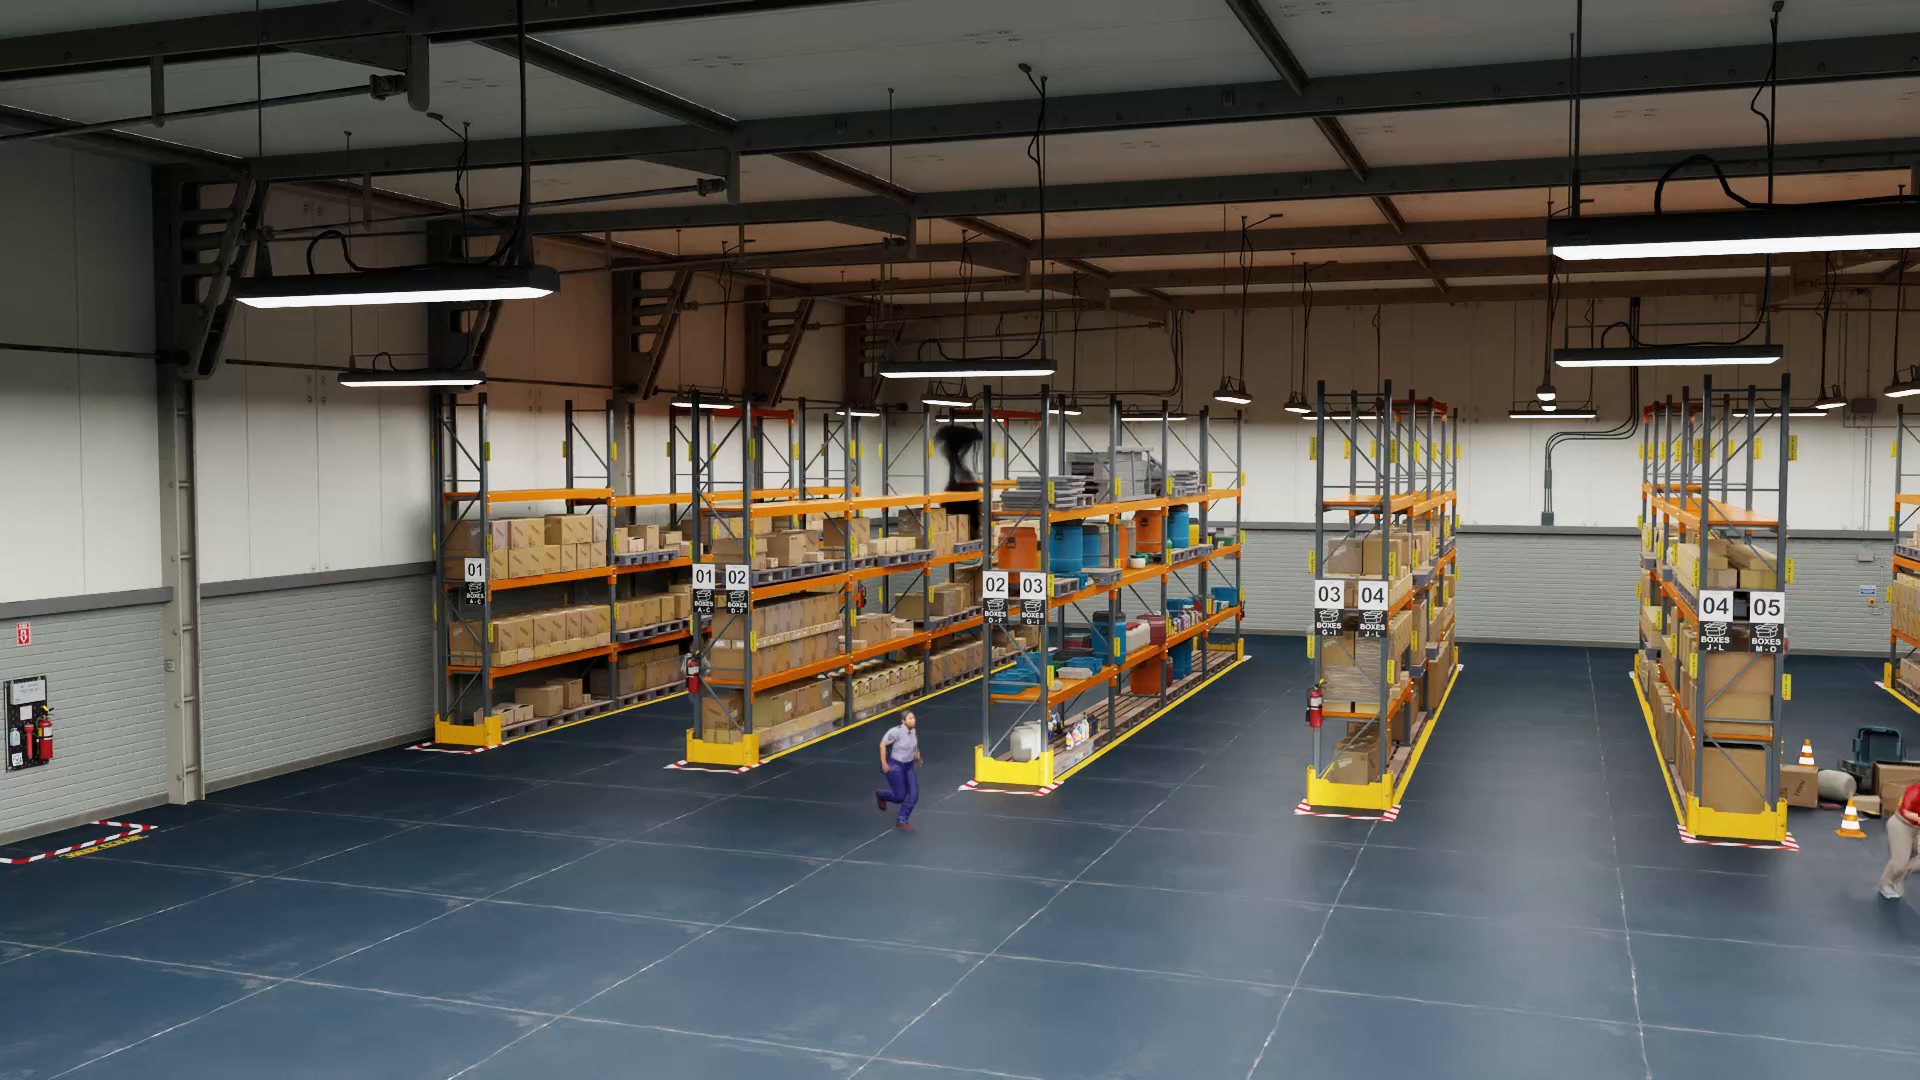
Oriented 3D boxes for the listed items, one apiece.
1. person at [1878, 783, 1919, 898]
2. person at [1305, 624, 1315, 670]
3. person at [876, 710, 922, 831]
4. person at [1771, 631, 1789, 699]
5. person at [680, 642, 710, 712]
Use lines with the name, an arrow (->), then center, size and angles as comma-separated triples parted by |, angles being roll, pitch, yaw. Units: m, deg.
person -> 10.640, 3.239, 18.420 | 0.700, 1.557, 0.912 | -1, 3, -22
person -> 7.423, 2.357, 34.055 | 0.708, 1.720, 0.828 | 1, 3, 21
person -> -0.816, 3.056, 22.104 | 0.668, 1.601, 0.637 | 3, 4, 42
person -> 16.287, 2.373, 33.425 | 0.666, 1.764, 0.902 | 1, 3, 25
person -> -4.800, 2.609, 30.019 | 0.512, 1.565, 0.604 | 0, 3, 4
